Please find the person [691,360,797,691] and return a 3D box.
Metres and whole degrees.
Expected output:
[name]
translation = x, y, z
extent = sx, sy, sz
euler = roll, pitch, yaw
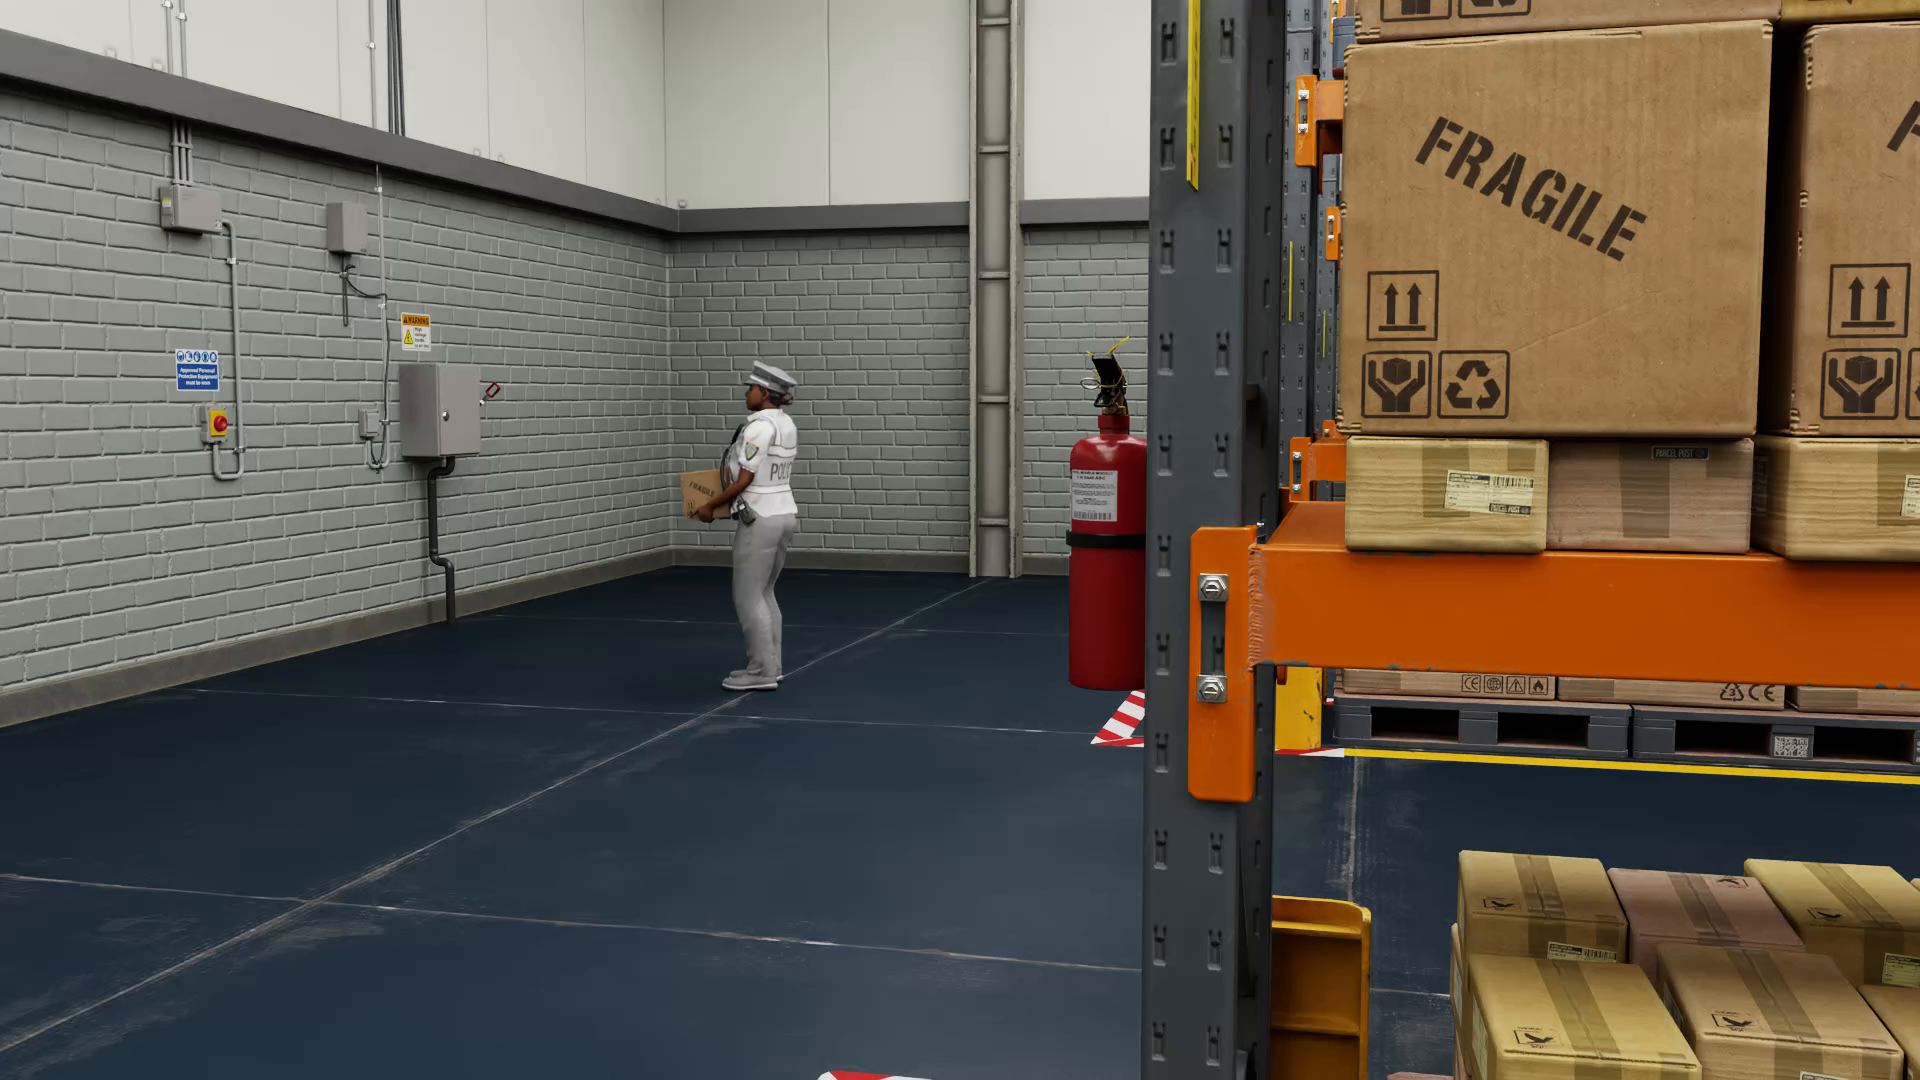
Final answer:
[person]
translation = -1.089, -0.081, 8.587
extent = 0.530, 1.687, 0.451
euler = 1, 5, 15
